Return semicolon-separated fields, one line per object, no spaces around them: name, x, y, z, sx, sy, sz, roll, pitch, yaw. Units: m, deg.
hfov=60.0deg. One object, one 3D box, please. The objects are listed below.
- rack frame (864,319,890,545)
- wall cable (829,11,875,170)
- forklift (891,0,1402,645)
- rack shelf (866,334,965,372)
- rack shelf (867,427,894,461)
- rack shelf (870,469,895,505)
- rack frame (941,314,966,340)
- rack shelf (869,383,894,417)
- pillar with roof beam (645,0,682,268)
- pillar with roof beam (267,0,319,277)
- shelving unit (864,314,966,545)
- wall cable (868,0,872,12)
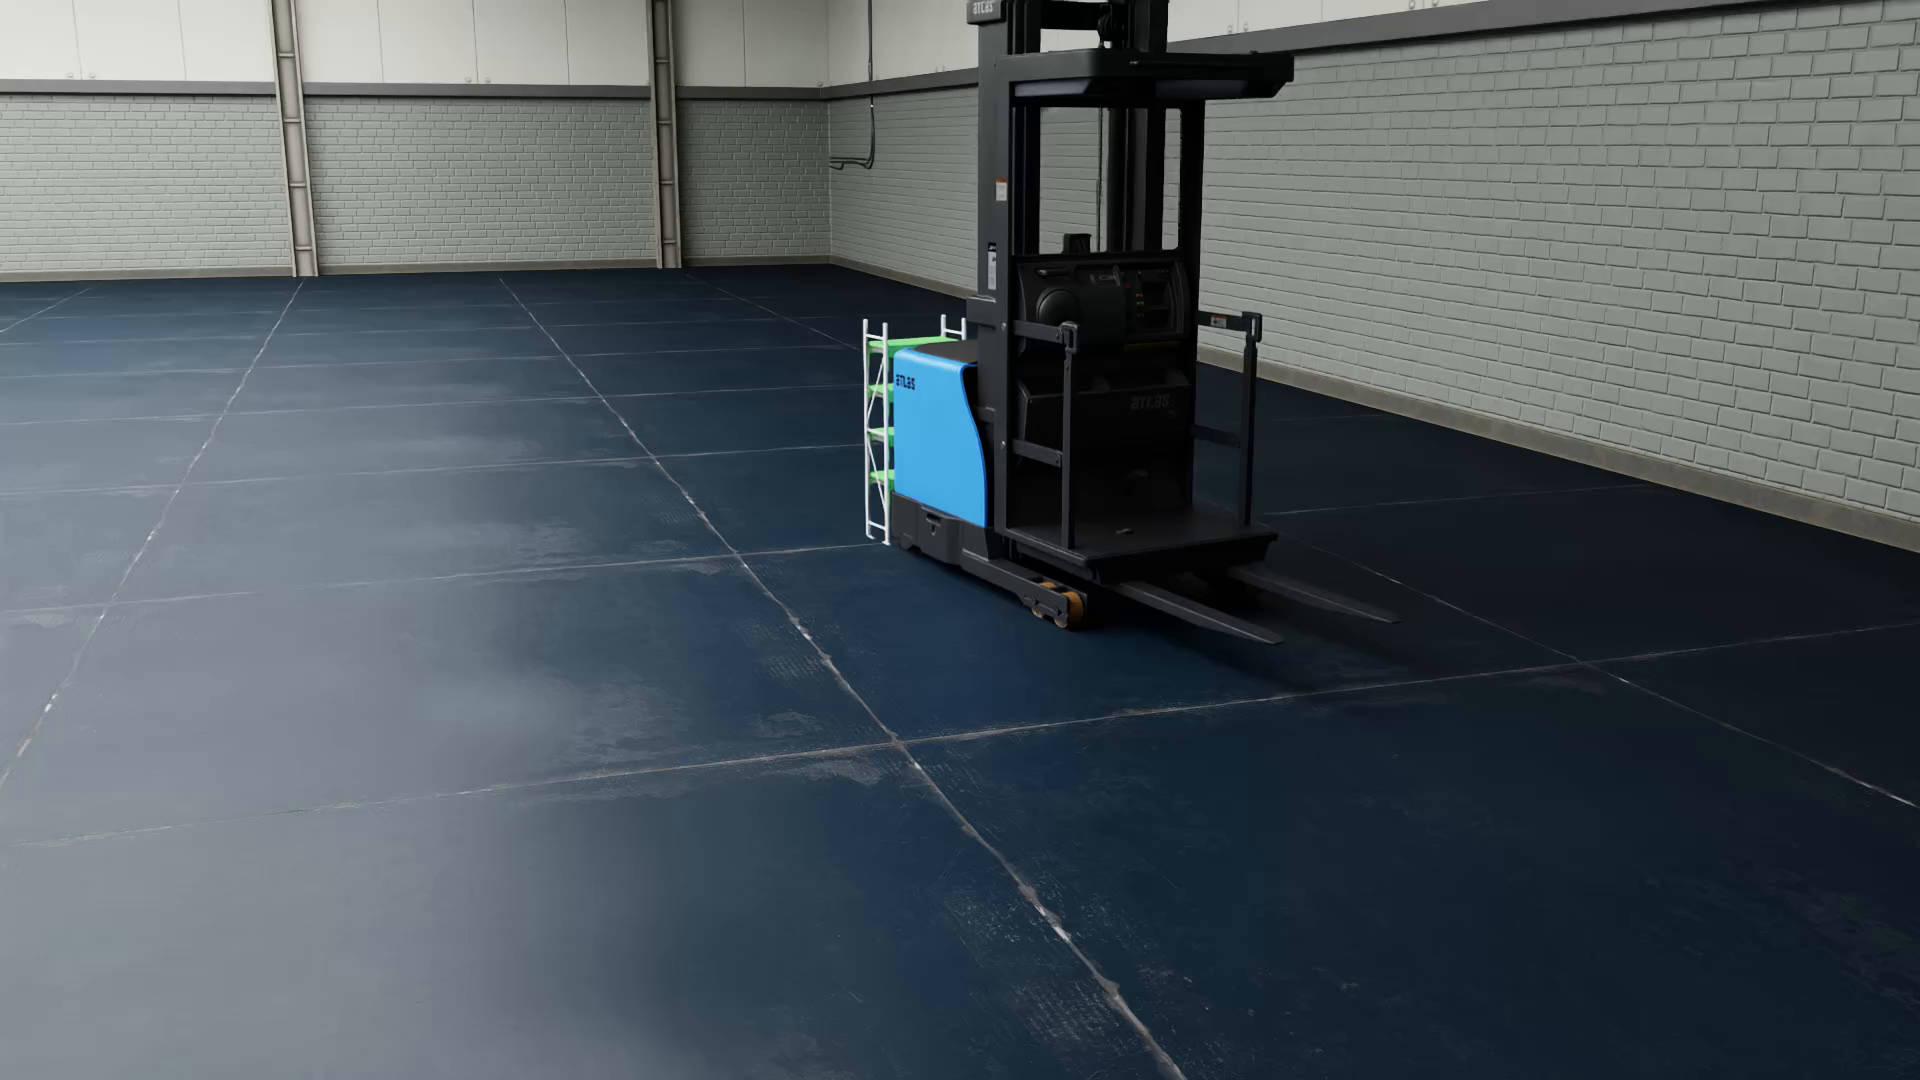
rack frame;-0.451;-0.582;8.997;0.015;1.200;0.240;-8;16;-31
wall cable;-1.928;-7.613;28.413;0.112;2.526;3.097;-4;14;-18
forklift;0.786;-1.149;7.638;1.130;2.935;3.031;-7;15;-28
rack shelf;-0.243;-1.016;9.025;0.480;0.148;0.258;-8;16;-31
rack shelf;-0.243;-0.549;9.136;0.480;0.148;0.258;-8;16;-31
rack shelf;-0.243;-0.316;9.191;0.480;0.148;0.258;-8;16;-31
rack frame;-0.035;-0.641;9.245;0.015;1.200;0.240;-8;16;-31
rack shelf;-0.243;-0.783;9.080;0.480;0.148;0.258;-8;16;-31
pillar with roof beam;-3.769;-8.252;24.389;0.400;9.000;9.100;-4;14;-18
pillar with roof beam;-9.455;-7.809;22.528;0.400;9.000;9.100;-4;14;-18
shelving unit;-0.243;-0.612;9.121;0.503;1.200;0.258;-8;16;-31
wall cable;-1.065;-9.477;25.334;0.112;2.526;3.097;-4;14;-18
